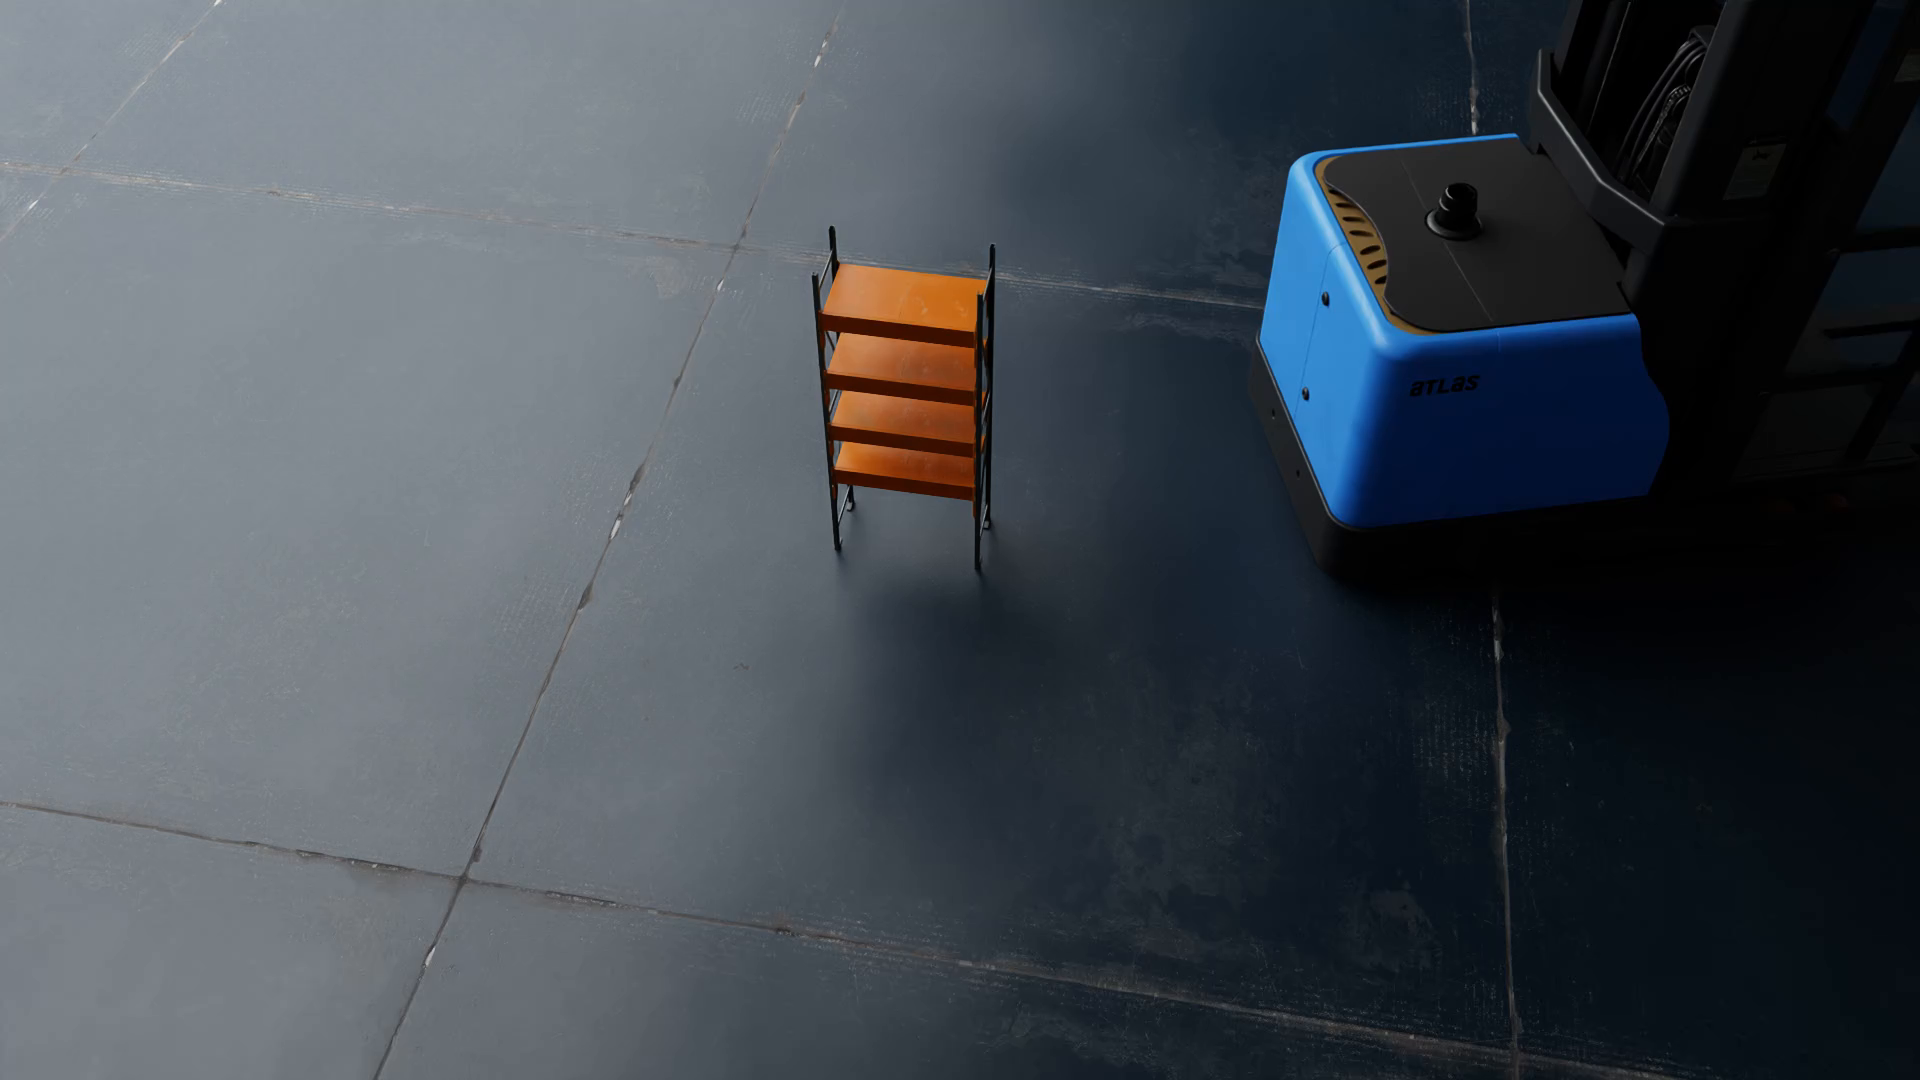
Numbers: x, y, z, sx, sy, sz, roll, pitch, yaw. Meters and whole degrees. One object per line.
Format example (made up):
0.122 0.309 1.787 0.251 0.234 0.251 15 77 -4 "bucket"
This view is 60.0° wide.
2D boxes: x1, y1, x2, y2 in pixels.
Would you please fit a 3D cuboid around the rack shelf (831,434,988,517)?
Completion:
-0.163 -0.245 5.521 0.480 0.148 0.258 8 49 7 "rack shelf"

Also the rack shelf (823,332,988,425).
-0.163 -0.527 5.207 0.480 0.148 0.258 8 49 7 "rack shelf"

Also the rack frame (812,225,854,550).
-0.403 -0.455 5.352 0.015 1.200 0.240 8 49 7 "rack frame"

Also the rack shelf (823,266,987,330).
-0.163 -0.712 5.002 0.457 0.050 0.221 8 49 7 "rack shelf"

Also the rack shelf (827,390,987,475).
-13.717 -2.777 6.627 28.088 1.490 0.597 8 49 7 "rack shelf"

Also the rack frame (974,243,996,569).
0.077 -0.391 5.294 0.015 1.200 0.240 8 49 7 "rack frame"

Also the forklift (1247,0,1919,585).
2.087 -1.262 4.956 1.939 2.867 1.129 -7 48 -6 "forklift"

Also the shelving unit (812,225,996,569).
-13.711 -2.623 6.797 28.100 1.949 0.597 8 49 7 "shelving unit"

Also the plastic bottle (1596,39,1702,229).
-17.426 -5.111 8.886 40.796 1.202 3.902 8 49 7 "plastic bottle"
